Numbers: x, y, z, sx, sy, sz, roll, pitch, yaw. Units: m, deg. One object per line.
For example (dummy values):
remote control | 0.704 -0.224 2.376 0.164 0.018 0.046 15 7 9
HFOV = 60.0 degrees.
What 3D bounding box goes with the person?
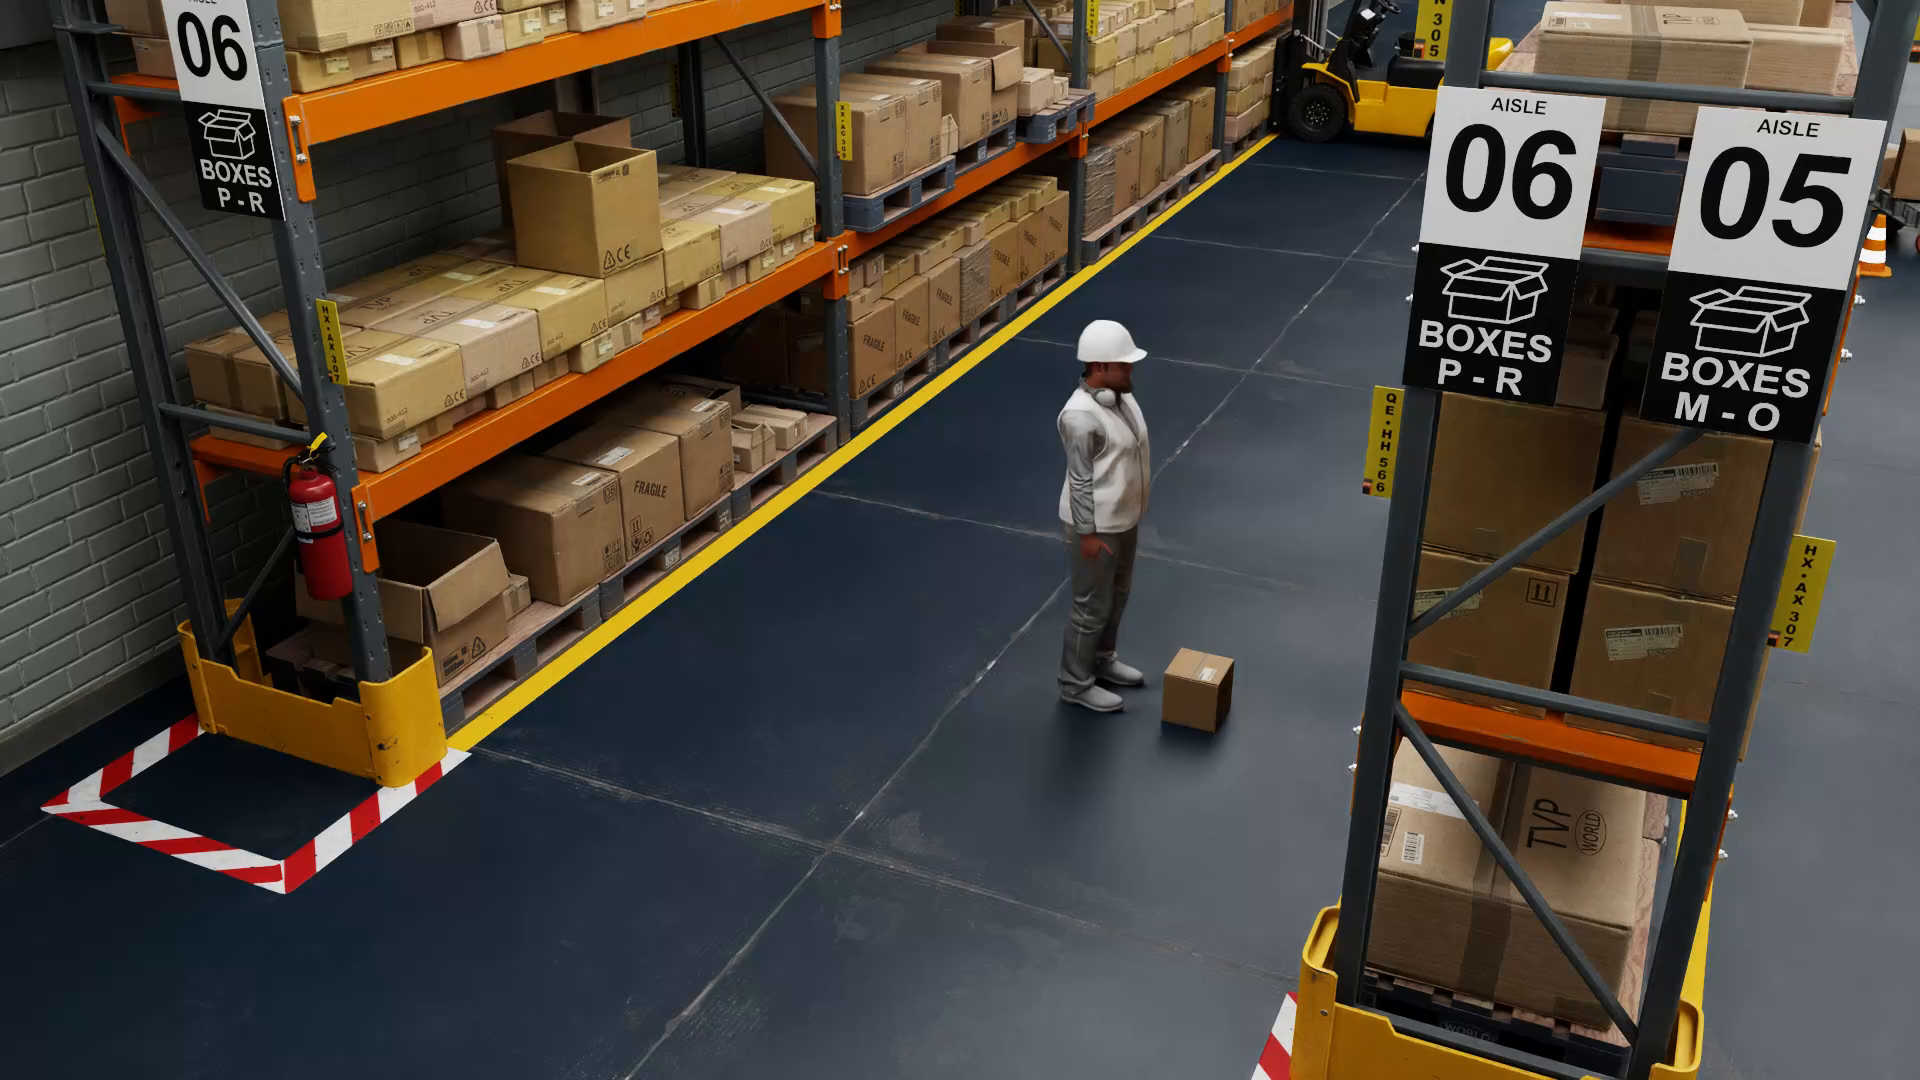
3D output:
person | 0.636 -0.108 7.305 0.358 1.773 0.530 12 28 23
